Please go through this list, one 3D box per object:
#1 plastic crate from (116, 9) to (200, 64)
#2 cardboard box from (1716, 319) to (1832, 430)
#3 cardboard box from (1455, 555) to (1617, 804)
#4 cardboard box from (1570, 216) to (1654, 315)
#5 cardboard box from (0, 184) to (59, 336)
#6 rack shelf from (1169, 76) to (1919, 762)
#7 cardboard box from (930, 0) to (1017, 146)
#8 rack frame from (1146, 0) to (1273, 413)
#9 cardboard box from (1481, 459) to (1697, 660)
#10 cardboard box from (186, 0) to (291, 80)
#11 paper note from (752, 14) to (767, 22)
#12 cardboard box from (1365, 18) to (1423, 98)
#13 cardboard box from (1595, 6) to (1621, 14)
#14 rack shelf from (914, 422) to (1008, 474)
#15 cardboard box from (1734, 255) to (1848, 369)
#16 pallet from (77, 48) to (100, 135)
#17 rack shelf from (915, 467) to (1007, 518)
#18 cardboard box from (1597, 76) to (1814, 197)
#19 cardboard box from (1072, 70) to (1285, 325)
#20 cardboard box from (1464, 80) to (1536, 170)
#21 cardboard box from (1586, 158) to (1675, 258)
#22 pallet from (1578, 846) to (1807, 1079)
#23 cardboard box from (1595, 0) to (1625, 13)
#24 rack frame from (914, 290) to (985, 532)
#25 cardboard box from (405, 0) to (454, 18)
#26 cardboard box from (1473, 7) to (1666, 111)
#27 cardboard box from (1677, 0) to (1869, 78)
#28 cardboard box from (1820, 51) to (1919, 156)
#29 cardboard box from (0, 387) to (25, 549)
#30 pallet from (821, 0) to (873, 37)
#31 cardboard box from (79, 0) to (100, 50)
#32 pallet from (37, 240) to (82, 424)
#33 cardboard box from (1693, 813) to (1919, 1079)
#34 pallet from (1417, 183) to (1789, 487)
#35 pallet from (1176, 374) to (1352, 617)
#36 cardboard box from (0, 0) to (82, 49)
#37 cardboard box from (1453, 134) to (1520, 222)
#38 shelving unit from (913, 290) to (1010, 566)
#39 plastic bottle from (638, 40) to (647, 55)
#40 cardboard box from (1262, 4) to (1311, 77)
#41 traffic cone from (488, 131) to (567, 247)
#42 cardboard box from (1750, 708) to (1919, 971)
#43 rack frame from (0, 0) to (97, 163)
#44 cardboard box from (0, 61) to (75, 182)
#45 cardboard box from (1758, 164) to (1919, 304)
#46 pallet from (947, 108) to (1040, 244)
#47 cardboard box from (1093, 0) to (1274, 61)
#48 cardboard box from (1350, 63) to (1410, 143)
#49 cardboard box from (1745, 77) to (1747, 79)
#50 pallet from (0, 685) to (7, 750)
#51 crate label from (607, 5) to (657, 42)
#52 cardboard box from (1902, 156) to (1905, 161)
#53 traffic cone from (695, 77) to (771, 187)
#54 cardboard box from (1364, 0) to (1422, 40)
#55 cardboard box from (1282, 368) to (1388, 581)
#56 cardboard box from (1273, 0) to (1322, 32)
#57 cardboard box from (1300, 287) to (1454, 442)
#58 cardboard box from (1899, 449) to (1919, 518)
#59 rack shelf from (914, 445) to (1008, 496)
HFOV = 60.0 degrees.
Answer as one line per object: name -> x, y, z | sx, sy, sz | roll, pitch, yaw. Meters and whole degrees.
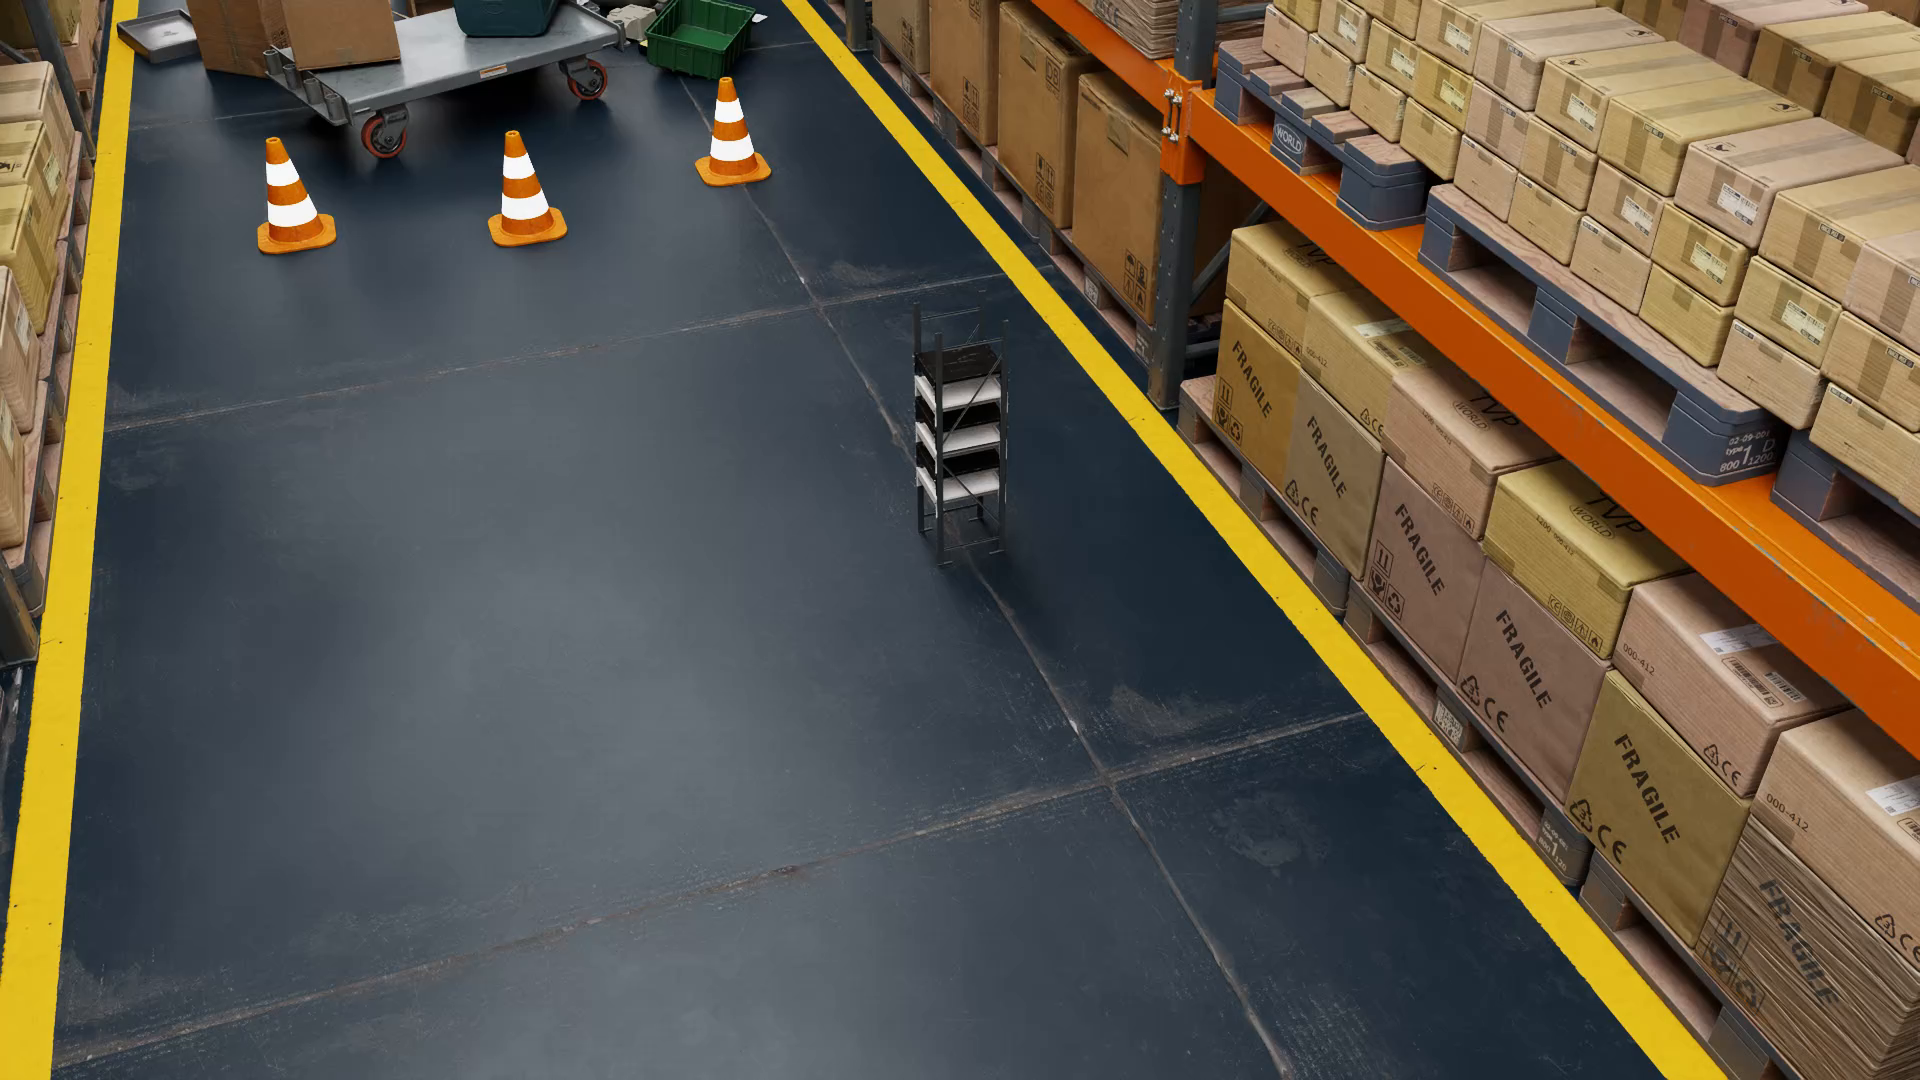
plastic crate -> -4.541, -2.893, 9.524 | 0.402, 0.080, 0.583 | -27, 45, -31
cardboard box -> 1.912, -0.401, 3.649 | 0.380, 0.149, 0.250 | -14, 39, -18
cardboard box -> 1.756, 0.319, 4.562 | 0.500, 0.500, 0.500 | -13, 39, -17
cardboard box -> 1.730, -0.702, 4.048 | 0.380, 0.149, 0.250 | -14, 39, -17
cardboard box -> -4.096, -1.027, 6.455 | 0.950, 0.372, 0.625 | -11, 38, -14
rack shelf -> 1.907, -0.407, 4.396 | 1.077, 0.370, 4.000 | -12, 39, -16
cardboard box -> 0.469, -2.476, 8.064 | 1.050, 0.750, 0.750 | -12, 39, -16
rack frame -> 1.219, -1.825, 5.679 | 1.000, 3.000, 0.127 | -12, 39, -16
cardboard box -> 1.742, 0.009, 4.350 | 0.500, 0.250, 0.500 | -14, 39, -18
cardboard box -> -3.861, -2.892, 9.172 | 0.500, 0.500, 0.500 | 12, 39, 16
paper note -> -1.239, -3.091, 9.827 | 0.142, 0.020, 0.147 | 19, 41, 23
cardboard box -> 1.387, -1.393, 4.719 | 0.380, 0.149, 0.250 | -14, 39, -17
cardboard box -> 2.003, -1.527, 4.897 | 0.380, 0.149, 0.250 | -12, 39, -15
rack shelf -> 0.003, -0.328, 5.493 | 0.258, 0.077, 0.200 | -12, 39, -16
cardboard box -> 1.912, -0.525, 3.567 | 0.380, 0.149, 0.250 | -14, 39, -18
pallet -> -5.035, -2.260, 8.576 | 1.003, 0.211, 1.213 | -12, 39, -16
rack shelf -> 0.003, -0.184, 5.602 | 0.258, 0.077, 0.200 | -12, 39, -16
cardboard box -> 1.732, -0.945, 3.876 | 0.380, 0.149, 0.250 | -13, 39, -17
cardboard box -> 1.094, -1.456, 6.711 | 1.050, 0.750, 0.750 | -13, 39, -17
cardboard box -> 1.559, -1.110, 4.343 | 0.380, 0.149, 0.250 | -12, 39, -16
cardboard box -> 1.738, -0.817, 3.954 | 0.380, 0.149, 0.250 | -11, 38, -14
pallet -> 2.326, 1.109, 4.102 | 1.003, 0.211, 1.213 | -12, 39, -16
cardboard box -> 1.993, -1.657, 4.822 | 0.380, 0.149, 0.250 | -11, 38, -15
rack frame -> -0.032, -0.412, 5.549 | 0.240, 0.900, 0.006 | -12, 39, -16
cardboard box -> -2.836, -3.324, 9.632 | 0.797, 0.637, 0.503 | -12, 39, -16
cardboard box -> 1.557, -1.235, 4.262 | 0.380, 0.149, 0.250 | -11, 38, -14
cardboard box -> 2.165, -1.370, 4.441 | 0.380, 0.149, 0.250 | -12, 39, -16
cardboard box -> 2.350, -1.069, 4.042 | 0.380, 0.149, 0.250 | -11, 38, -15
cardboard box -> -3.579, -0.182, 5.334 | 0.950, 0.372, 0.625 | -15, 40, -19
pallet -> -0.346, -3.416, 10.110 | 1.003, 0.211, 1.213 | -12, 39, -16
cardboard box -> -4.914, -2.760, 8.858 | 0.500, 0.250, 0.500 | -10, 38, -13
pallet -> -4.077, -0.759, 6.582 | 1.003, 0.211, 1.213 | -12, 39, -16
cardboard box -> 2.104, 0.900, 3.791 | 0.500, 0.500, 0.500 | -13, 39, -17
pallet -> 1.939, -0.638, 4.264 | 1.003, 0.211, 1.213 | -12, 39, -16
pallet -> 1.487, -0.269, 5.932 | 1.003, 0.211, 1.213 | -12, 39, -16
cardboard box -> -4.720, -2.760, 8.235 | 0.500, 0.500, 0.500 | -11, 38, -14
cardboard box -> 1.557, -0.991, 4.433 | 0.380, 0.149, 0.250 | -11, 38, -14
shelving unit -> 0.003, -0.355, 5.473 | 0.258, 0.900, 0.210 | -12, 39, -16
plastic bottle -> -1.670, -2.754, 9.355 | 0.283, 0.061, 0.133 | 27, 44, 31
cardboard box -> 1.184, -1.597, 5.237 | 0.380, 0.149, 0.250 | -13, 39, -17
traffic cone -> -1.990, -1.622, 7.518 | 0.336, 0.463, 0.334 | -12, 39, -16
cardboard box -> 2.102, 0.598, 3.568 | 0.500, 0.250, 0.500 | -13, 39, -17
rack frame -> -4.770, -3.002, 7.243 | 1.000, 3.000, 0.127 | -12, 39, -16
cardboard box -> -4.588, -1.825, 7.514 | 0.950, 0.372, 0.625 | -12, 39, -15
cardboard box -> 1.922, -0.642, 3.475 | 0.380, 0.149, 0.250 | -14, 39, -17
pallet -> 0.602, -1.860, 8.044 | 1.003, 0.211, 1.213 | -12, 39, -16
cardboard box -> 0.812, -2.063, 5.913 | 0.500, 0.500, 0.500 | -12, 39, -16
cardboard box -> 1.369, -1.293, 4.834 | 0.380, 0.149, 0.250 | -11, 38, -14
cardboard box -> 2.172, -1.245, 4.522 | 0.380, 0.149, 0.250 | -13, 39, -16
pallet -> -3.193, 0.832, 4.470 | 1.003, 0.211, 1.213 | -12, 39, -16
crate label -> -1.892, -2.987, 9.601 | 0.250, 0.136, 0.298 | 19, 41, 23
cardboard box -> 2.352, -0.952, 4.133 | 0.380, 0.149, 0.250 | -13, 39, -17
traffic cone -> -1.114, -2.001, 8.021 | 0.336, 0.463, 0.334 | -12, 39, -16
cardboard box -> 1.371, -1.538, 4.664 | 0.380, 0.149, 0.250 | -13, 39, -16
cardboard box -> 1.399, -0.258, 5.328 | 0.500, 0.500, 0.500 | -12, 39, -15
cardboard box -> 1.197, -1.696, 5.121 | 0.380, 0.149, 0.250 | -11, 38, -14
cardboard box -> 1.404, -0.567, 5.115 | 0.500, 0.250, 0.500 | -13, 39, -16
cardboard box -> 2.099, -0.103, 3.254 | 0.380, 0.149, 0.250 | -13, 39, -16
rack shelf -> 0.003, -0.256, 5.547 | 0.258, 0.077, 0.200 | -12, 39, -16
